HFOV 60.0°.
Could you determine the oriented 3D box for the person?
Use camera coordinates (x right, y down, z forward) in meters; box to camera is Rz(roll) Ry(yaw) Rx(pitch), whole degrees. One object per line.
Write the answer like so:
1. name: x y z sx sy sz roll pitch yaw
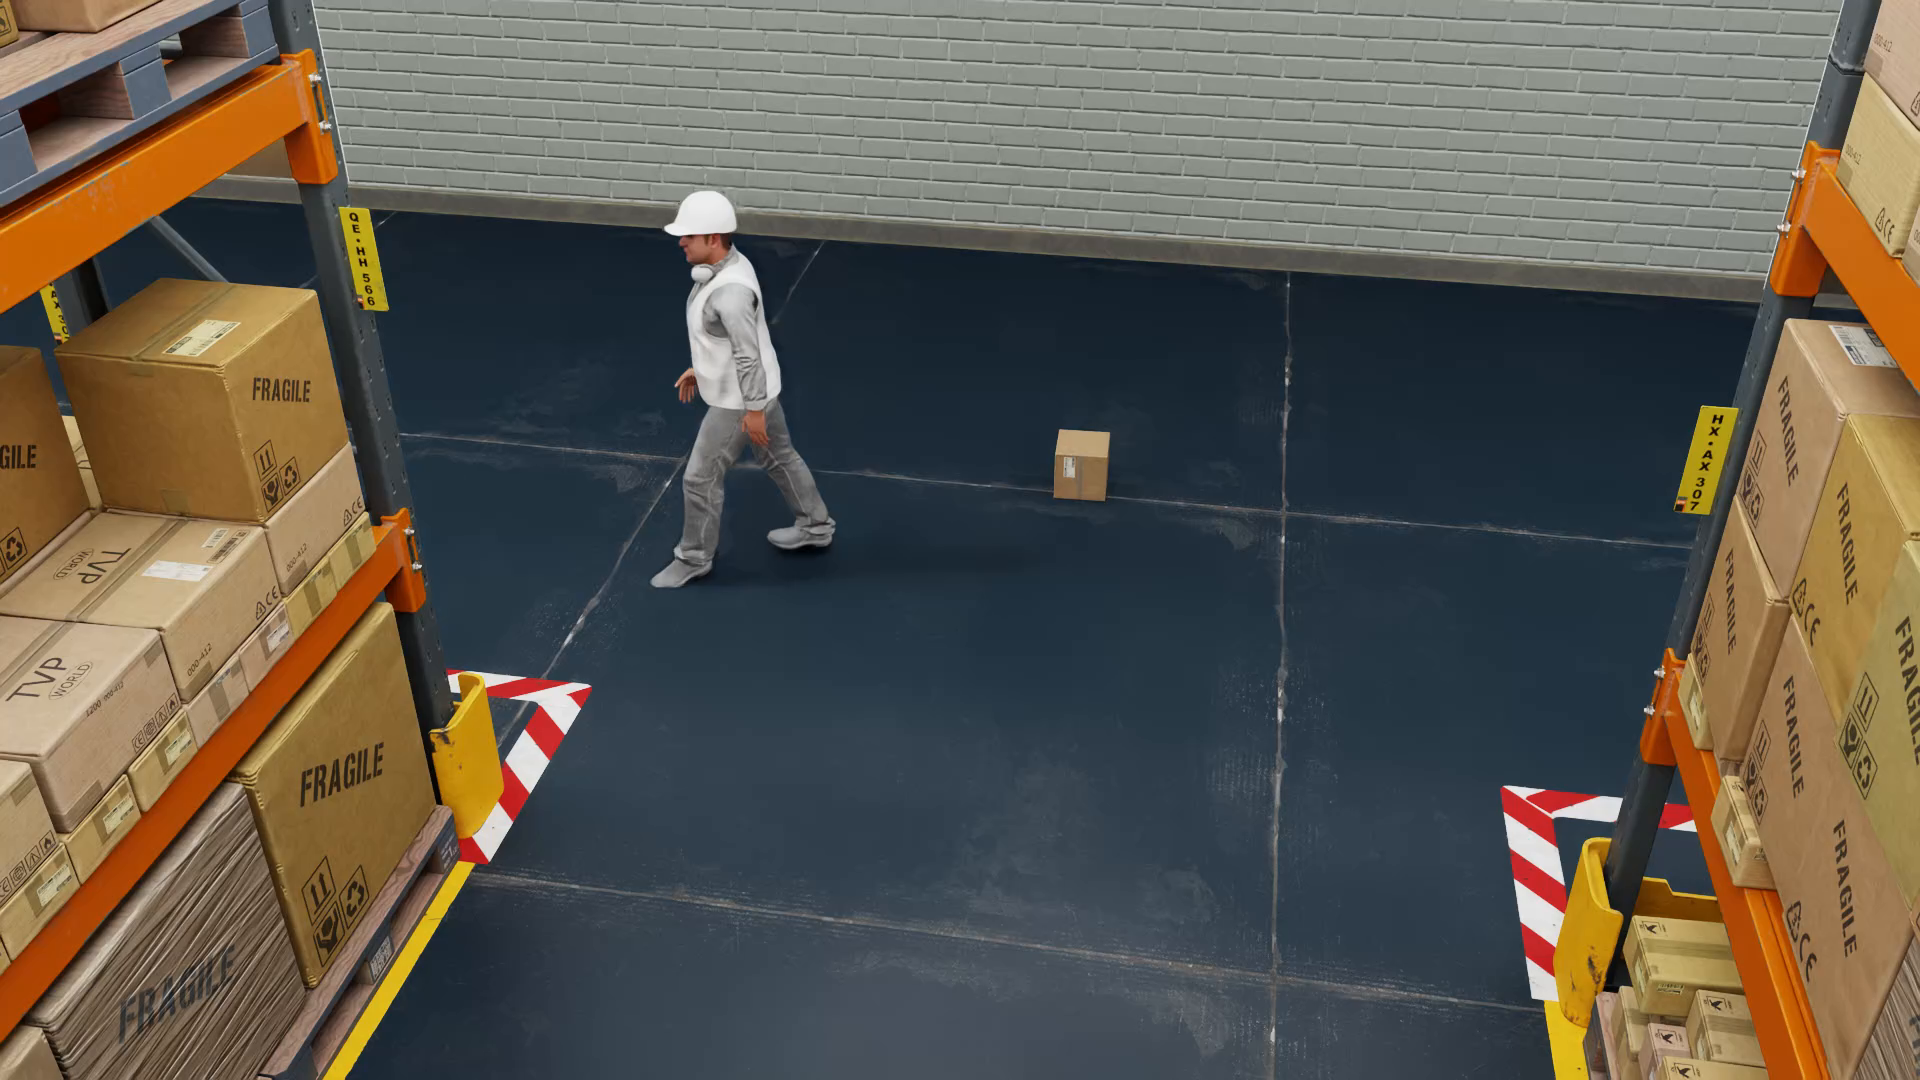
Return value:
1. person: -0.985 -0.630 7.150 0.850 1.800 0.561 -3 32 -5
